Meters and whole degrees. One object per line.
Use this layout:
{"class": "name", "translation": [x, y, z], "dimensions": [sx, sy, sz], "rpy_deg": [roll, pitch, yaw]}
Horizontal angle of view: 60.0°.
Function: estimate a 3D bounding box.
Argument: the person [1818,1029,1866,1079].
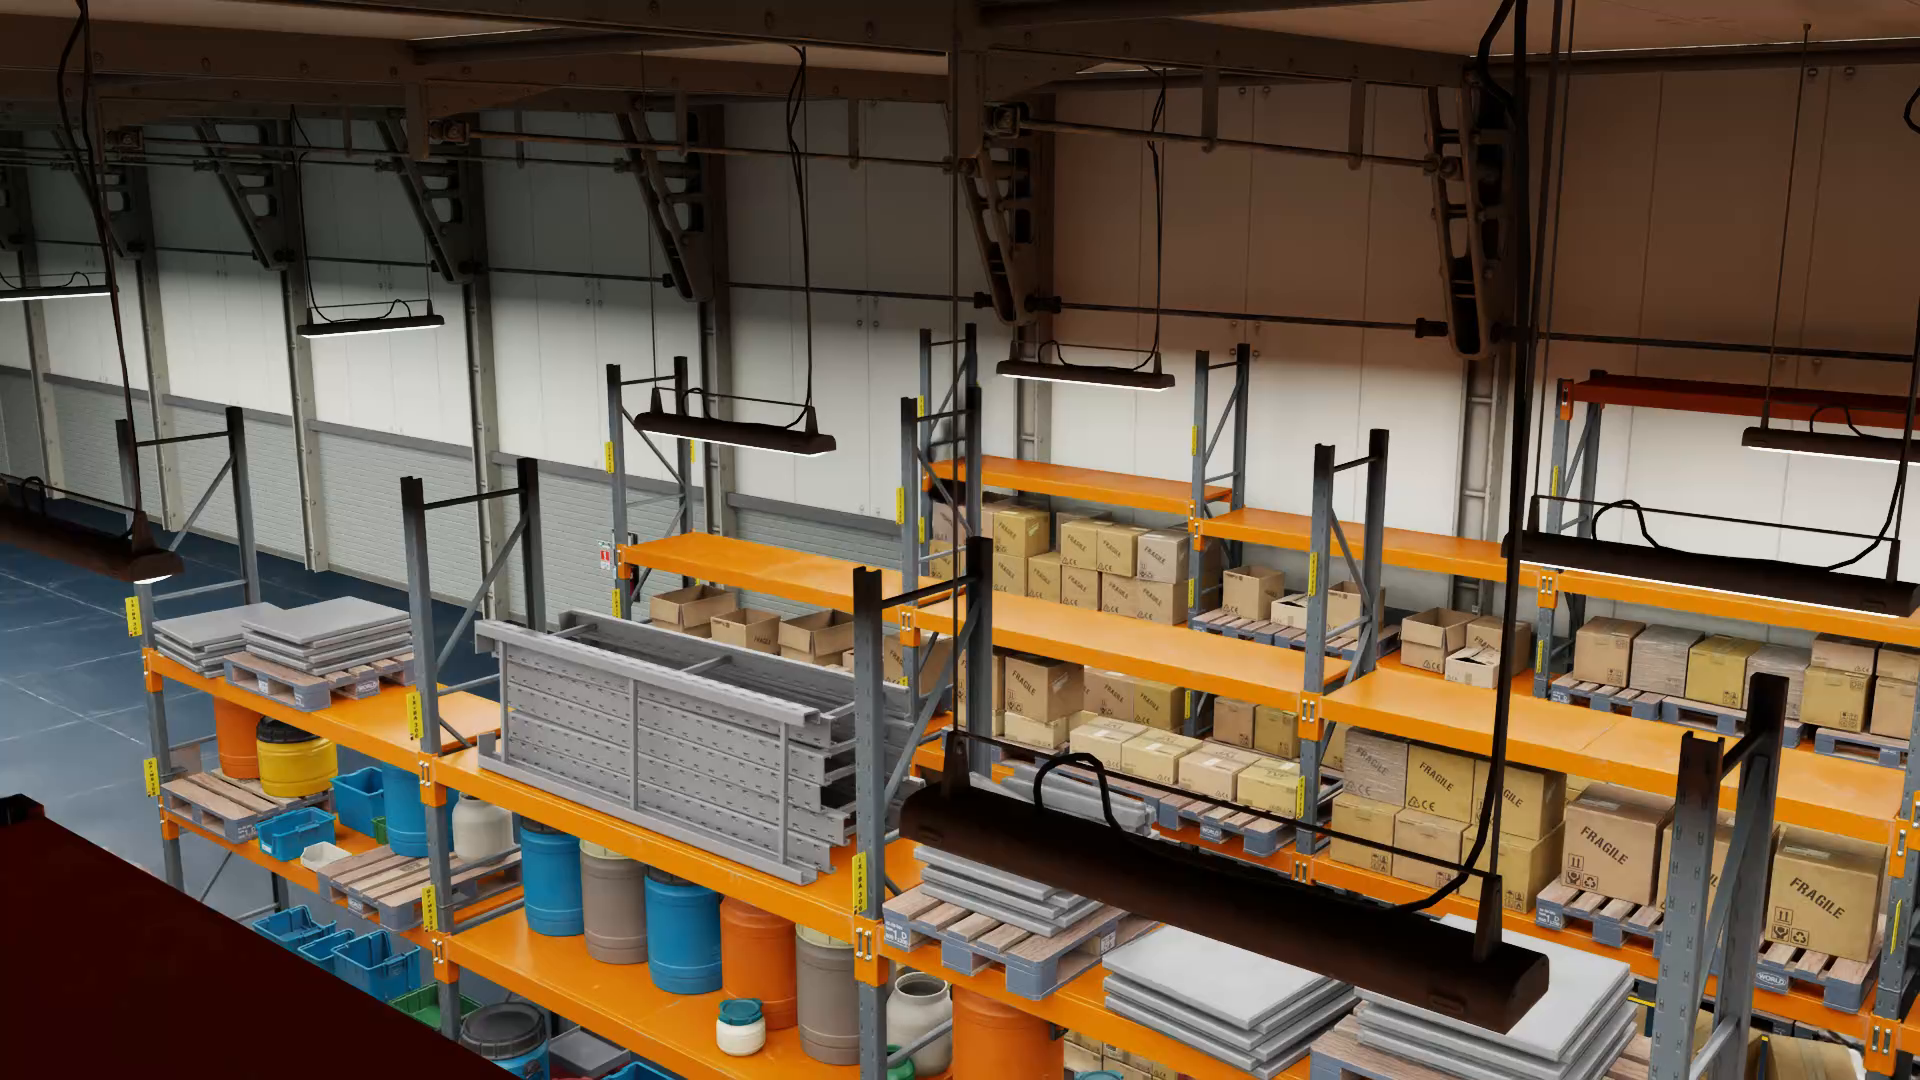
{"class": "person", "translation": [6.676, 4.461, 12.528], "dimensions": [0.869, 1.693, 0.642], "rpy_deg": [11, 17, 41]}
